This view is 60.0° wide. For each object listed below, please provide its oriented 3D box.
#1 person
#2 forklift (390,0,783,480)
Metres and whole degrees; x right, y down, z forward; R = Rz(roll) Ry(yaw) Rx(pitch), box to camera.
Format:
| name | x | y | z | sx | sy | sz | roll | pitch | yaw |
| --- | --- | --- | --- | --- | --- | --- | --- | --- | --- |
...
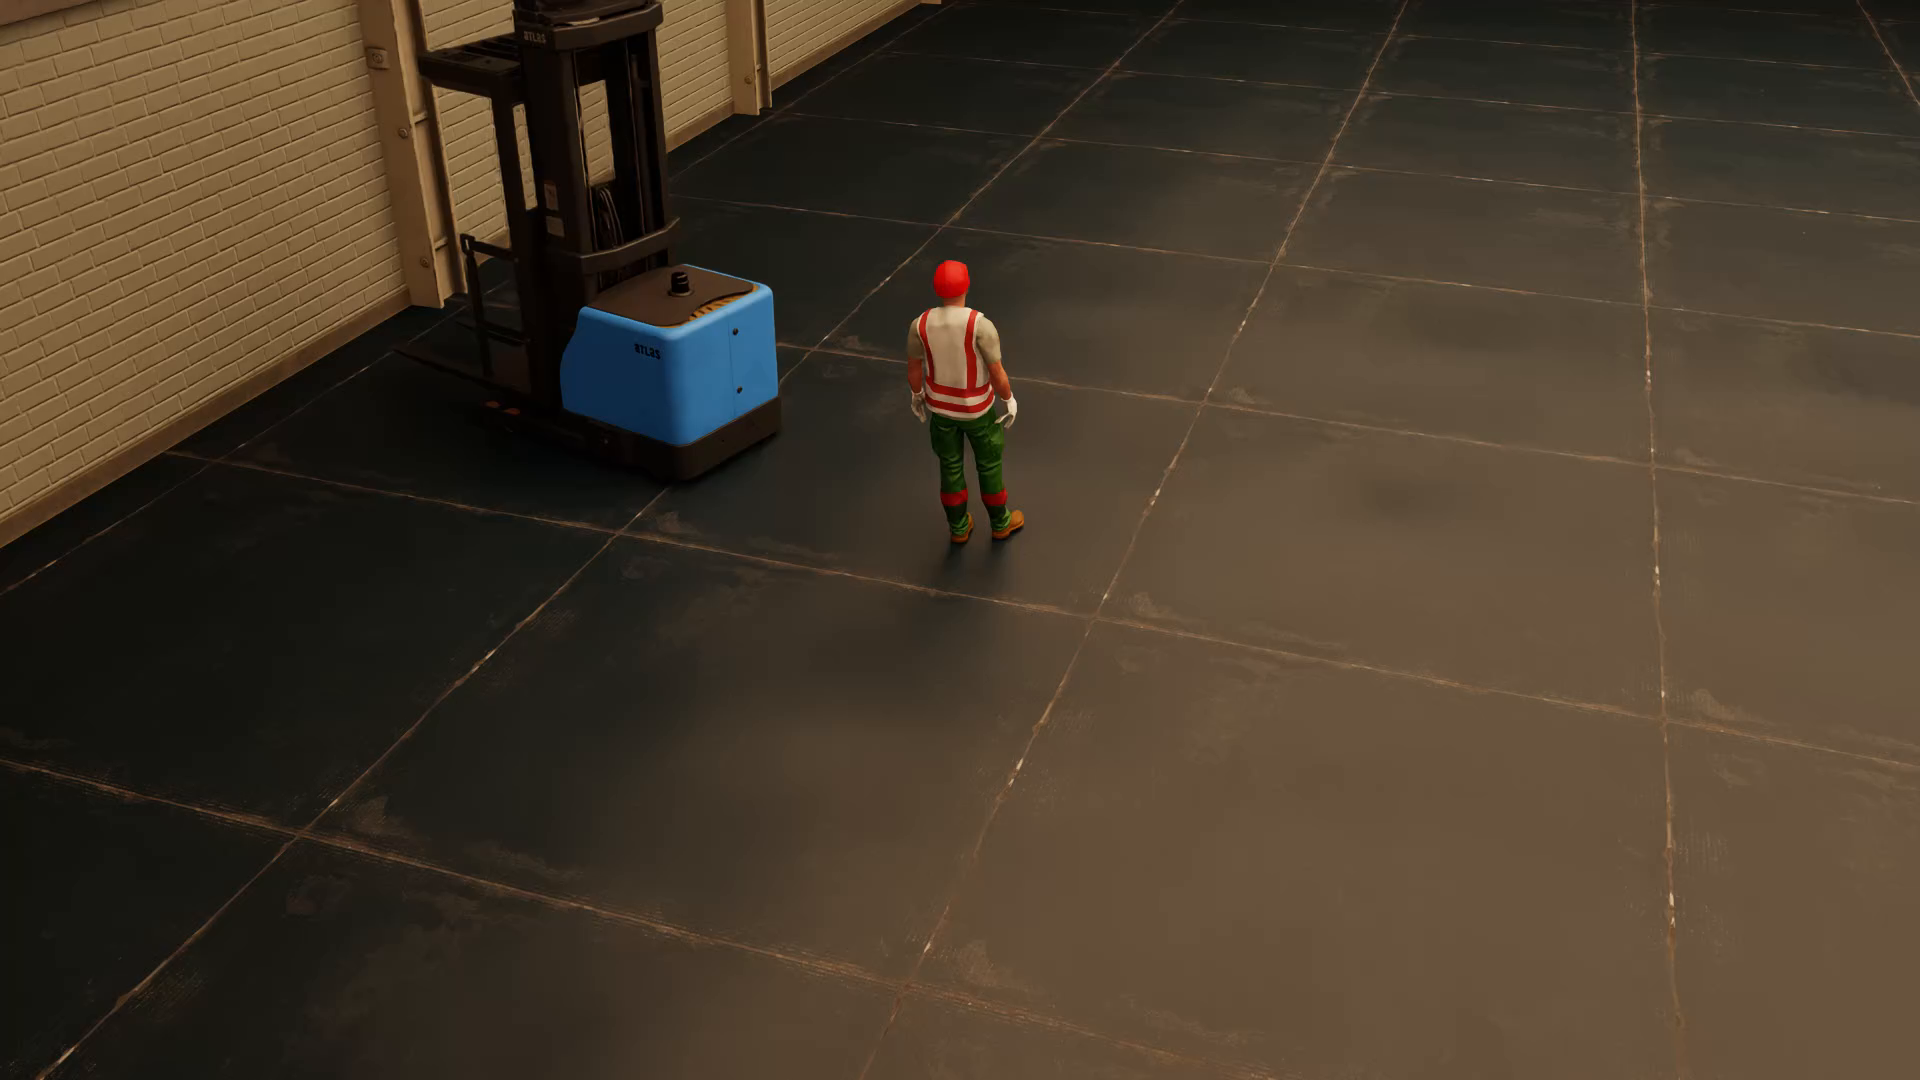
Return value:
| name | x | y | z | sx | sy | sz | roll | pitch | yaw |
| --- | --- | --- | --- | --- | --- | --- | --- | --- | --- |
| person | 0.036 | -0.819 | 9.713 | 0.638 | 1.789 | 0.562 | 10 | 31 | 16 |
| forklift | -2.715 | -2.208 | 11.009 | 3.031 | 2.935 | 1.130 | 18 | 34 | 29 |
